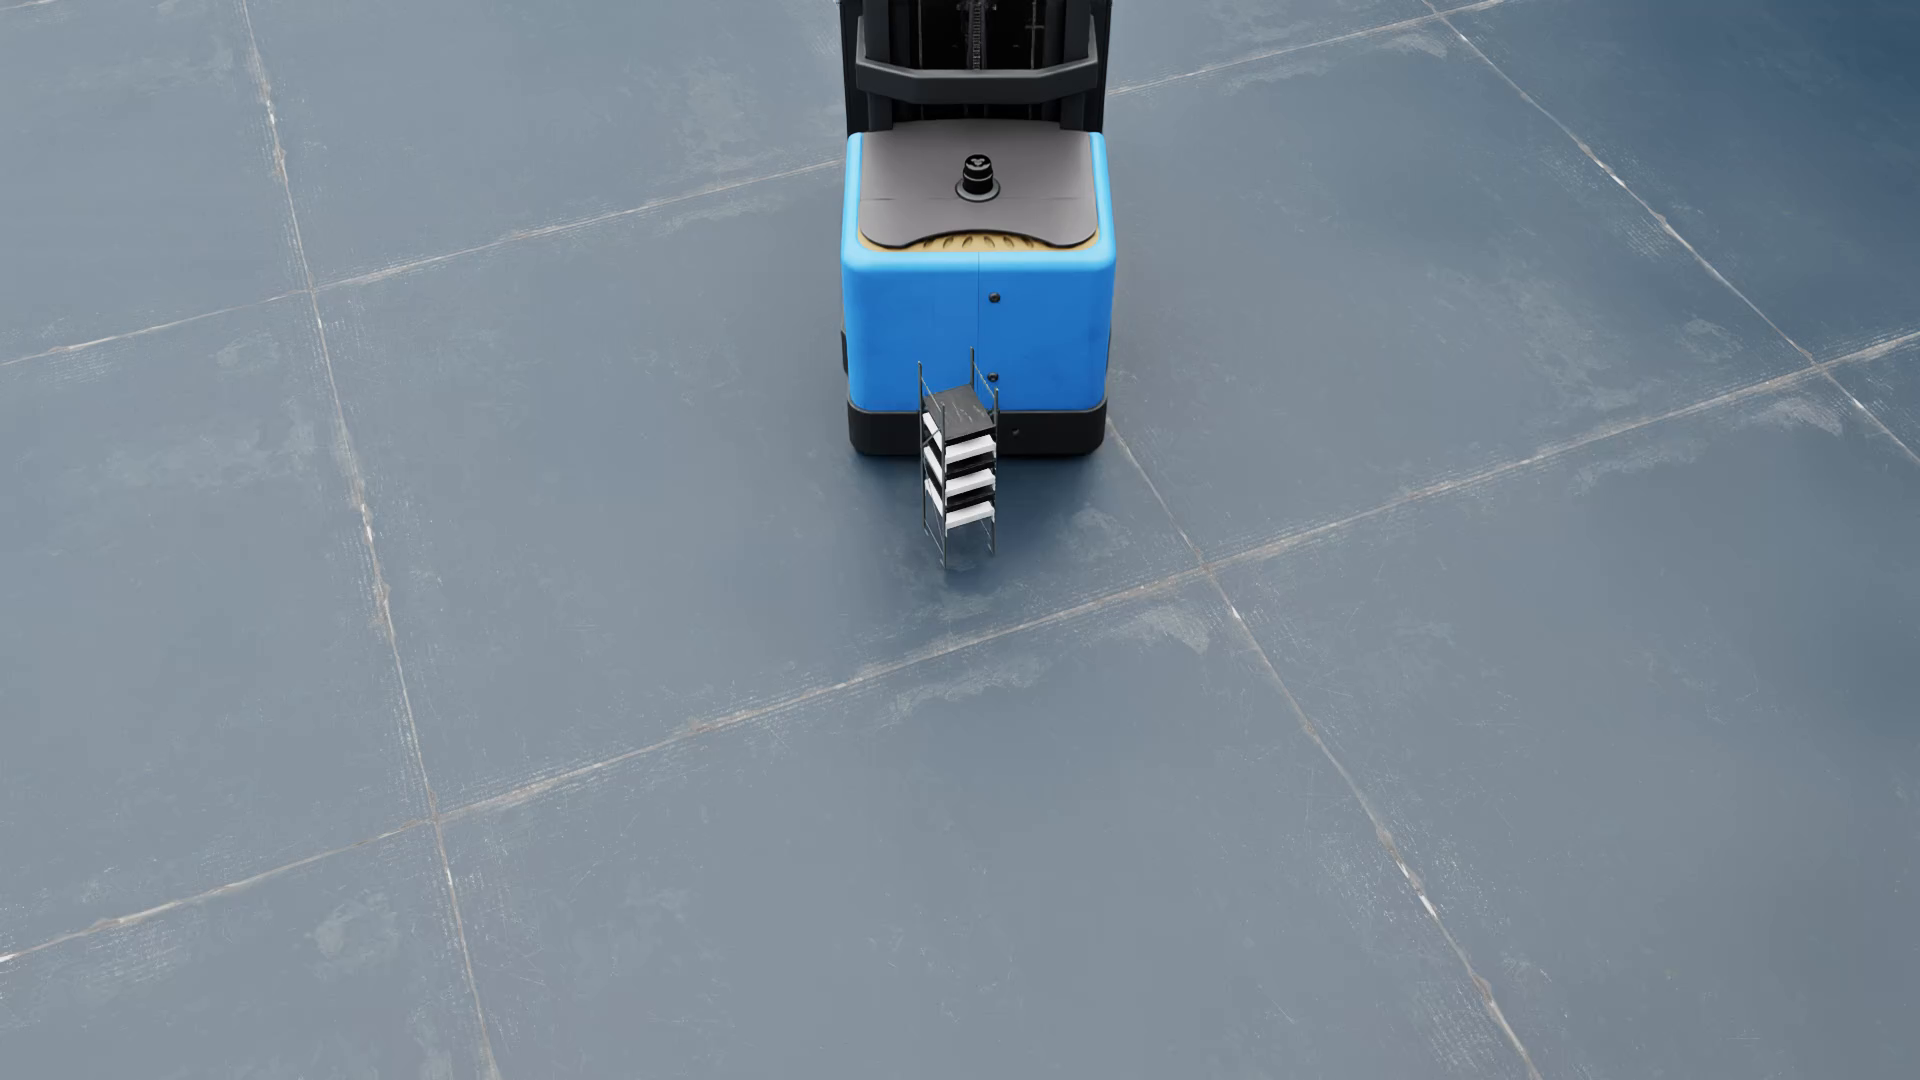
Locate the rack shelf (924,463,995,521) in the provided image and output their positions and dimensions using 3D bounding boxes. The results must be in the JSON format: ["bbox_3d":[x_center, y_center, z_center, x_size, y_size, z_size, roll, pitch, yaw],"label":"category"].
[{"bbox_3d":[-0.008,-0.211,6.341,0.200,0.077,0.258,-17,52,-14],"label":"rack shelf"}]

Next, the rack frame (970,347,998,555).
[{"bbox_3d":[0.087,-0.320,6.272,0.006,0.900,0.240,-17,52,-14],"label":"rack frame"}]

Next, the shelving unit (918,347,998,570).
[{"bbox_3d":[-0.008,-0.291,6.247,0.210,0.900,0.258,-17,52,-14],"label":"shelving unit"}]

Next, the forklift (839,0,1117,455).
[{"bbox_3d":[0.060,-2.407,6.725,1.130,2.935,3.031,0,49,0],"label":"forklift"}]

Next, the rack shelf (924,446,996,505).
[{"bbox_3d":[-0.008,-0.269,6.273,0.200,0.077,0.258,-17,52,-14],"label":"rack shelf"}]

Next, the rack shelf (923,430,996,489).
[{"bbox_3d":[-0.008,-0.328,6.204,0.200,0.077,0.258,-17,52,-14],"label":"rack shelf"}]

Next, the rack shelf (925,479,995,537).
[{"bbox_3d":[-0.008,-0.152,6.409,0.200,0.077,0.258,-17,52,-14],"label":"rack shelf"}]

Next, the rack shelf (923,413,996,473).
[{"bbox_3d":[-0.008,-0.386,6.136,0.200,0.077,0.258,-17,52,-14],"label":"rack shelf"}]

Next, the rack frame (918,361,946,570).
[{"bbox_3d":[-0.102,-0.262,6.222,0.006,0.900,0.240,-17,52,-14],"label":"rack frame"}]

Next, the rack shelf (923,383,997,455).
[{"bbox_3d":[-0.008,-0.445,6.068,0.200,0.077,0.258,-17,52,-14],"label":"rack shelf"}]
